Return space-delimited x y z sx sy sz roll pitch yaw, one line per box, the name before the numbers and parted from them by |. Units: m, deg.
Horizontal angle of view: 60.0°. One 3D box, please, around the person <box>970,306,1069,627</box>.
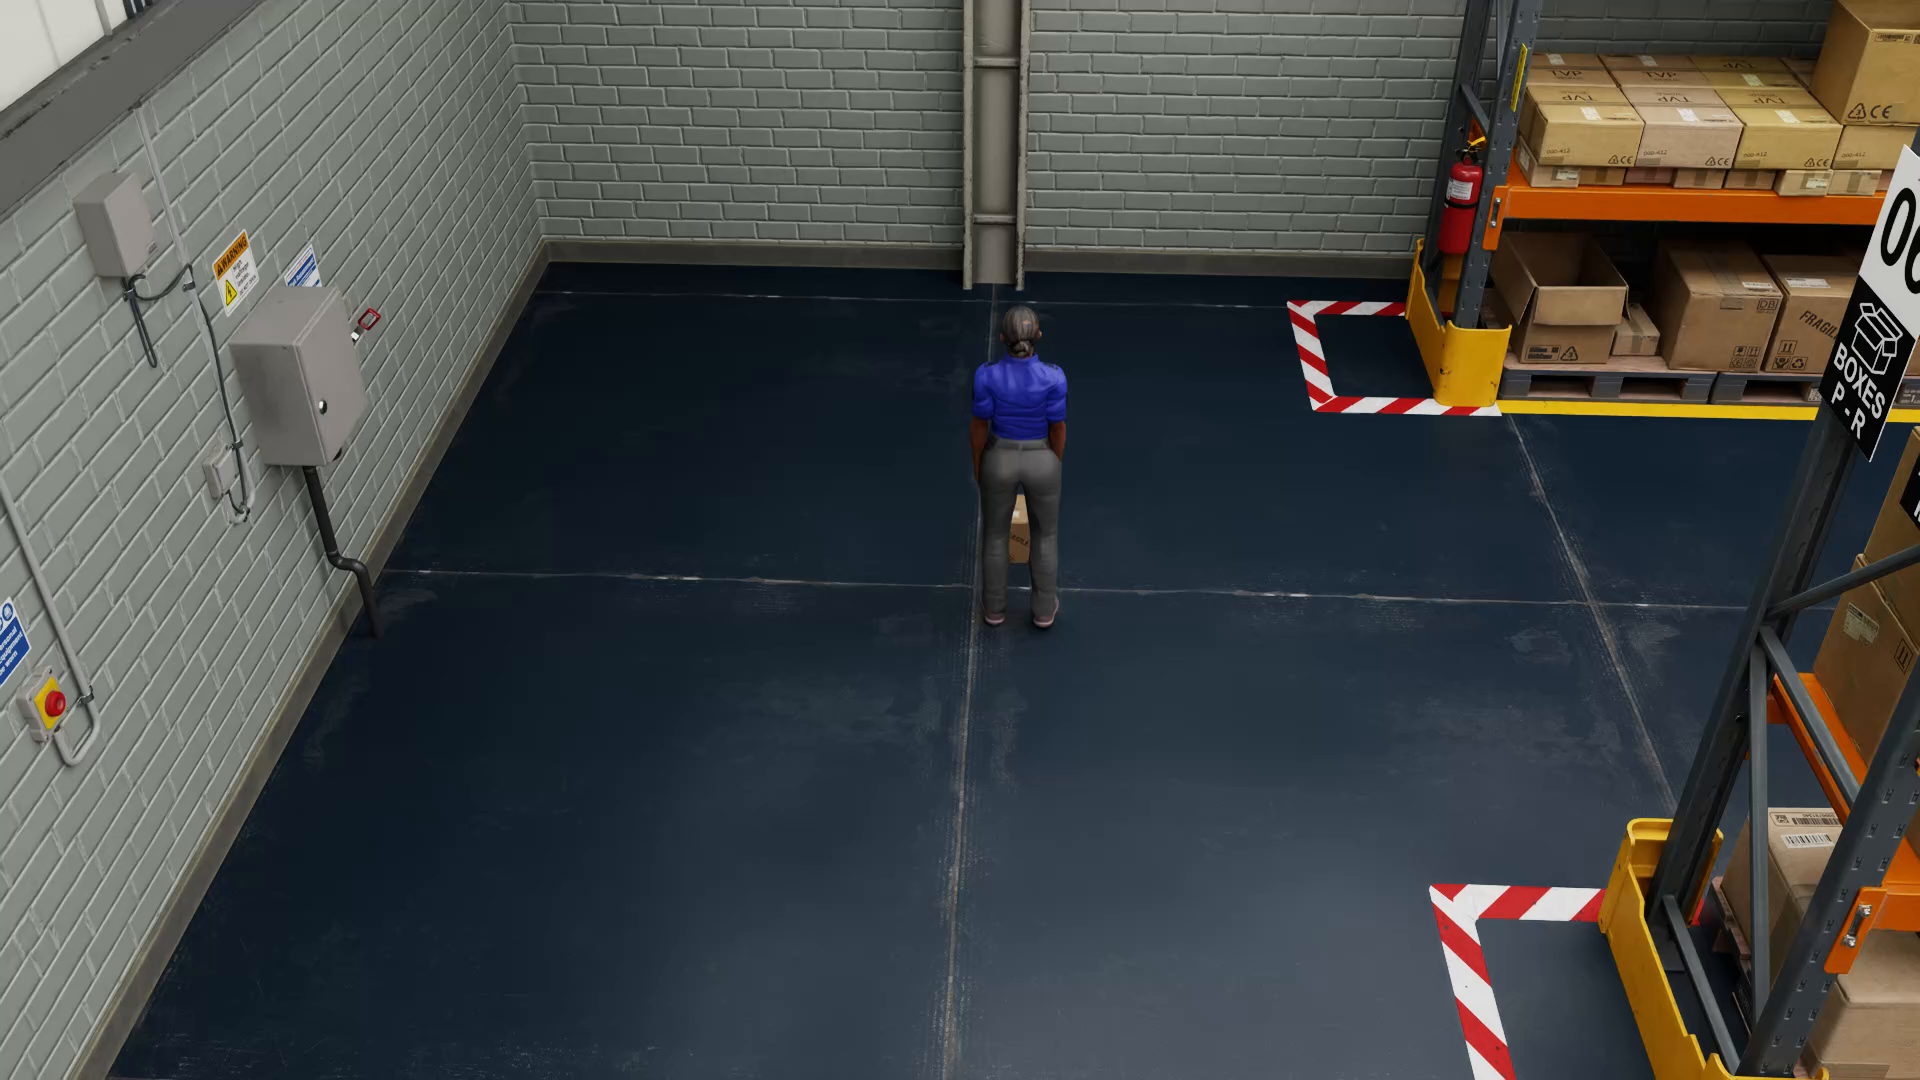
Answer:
person | 0.261 -0.327 7.581 0.436 1.664 0.300 2 36 3
